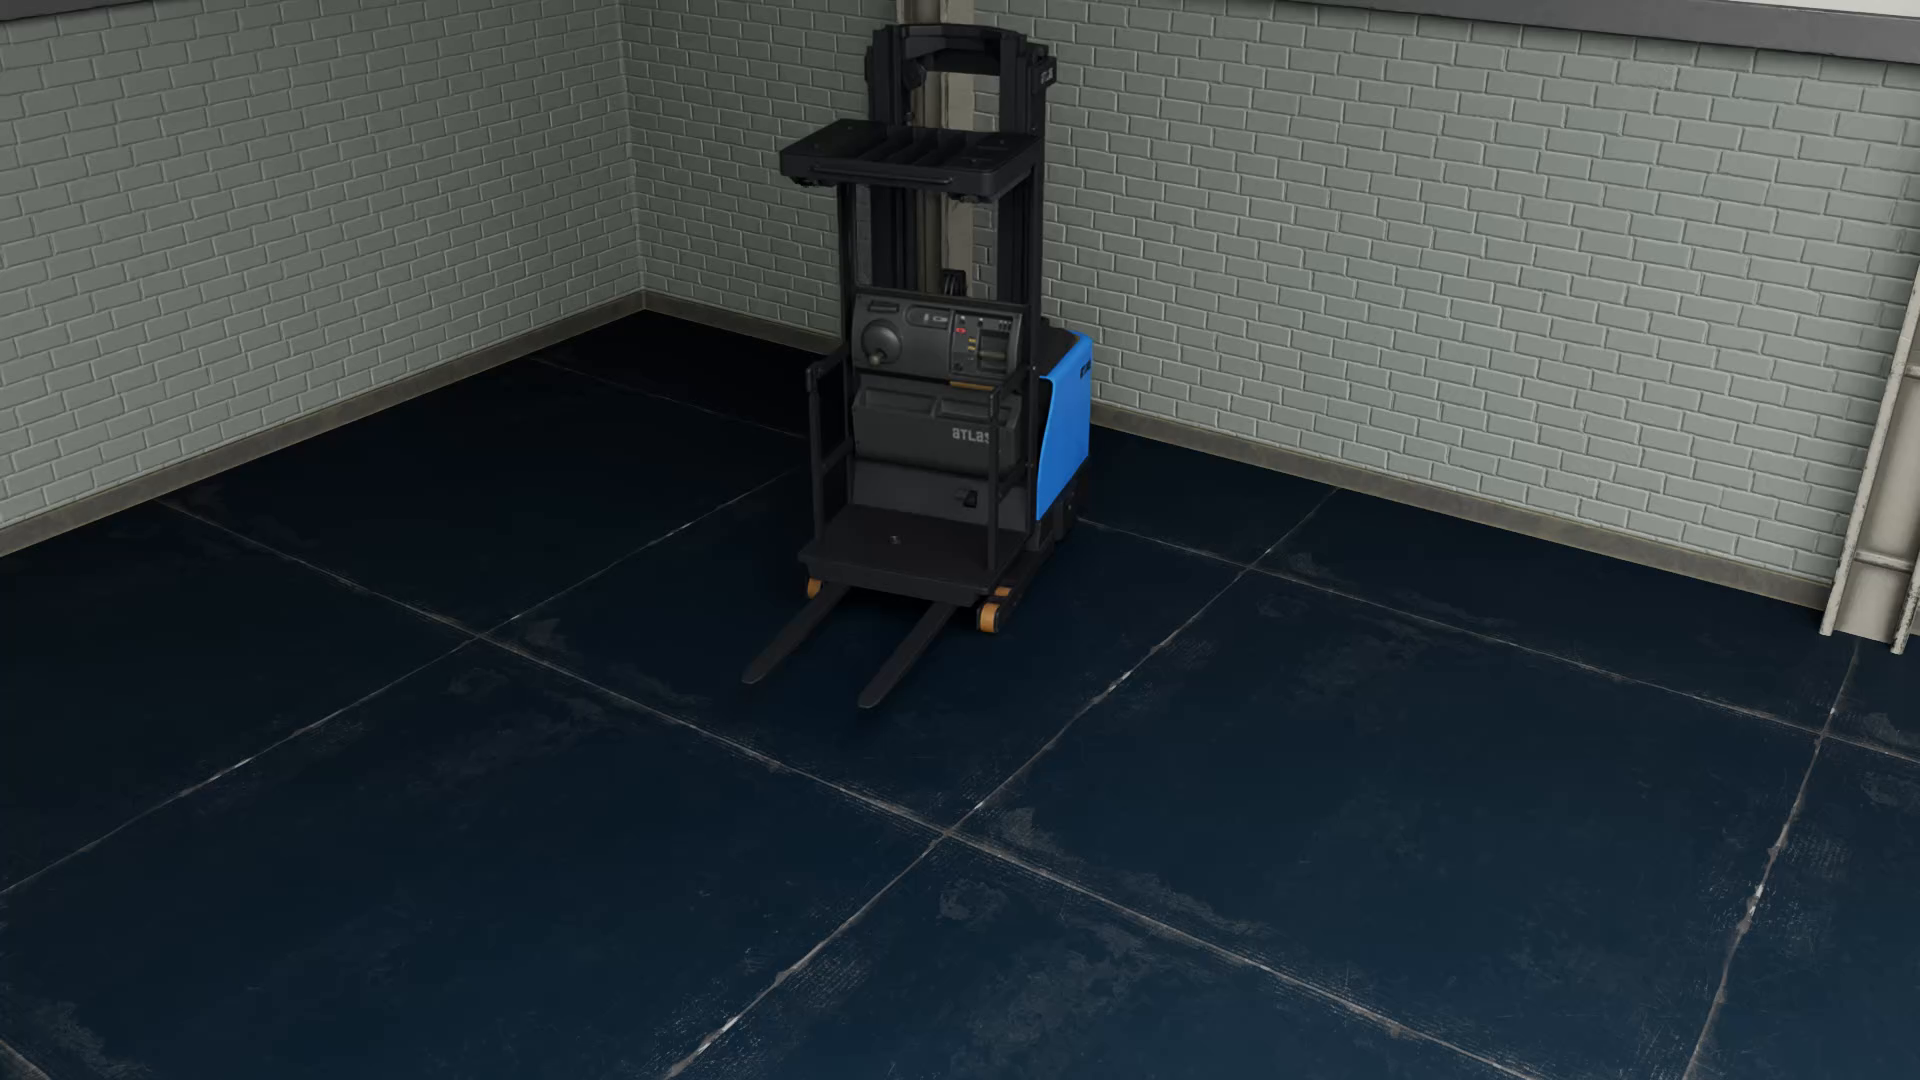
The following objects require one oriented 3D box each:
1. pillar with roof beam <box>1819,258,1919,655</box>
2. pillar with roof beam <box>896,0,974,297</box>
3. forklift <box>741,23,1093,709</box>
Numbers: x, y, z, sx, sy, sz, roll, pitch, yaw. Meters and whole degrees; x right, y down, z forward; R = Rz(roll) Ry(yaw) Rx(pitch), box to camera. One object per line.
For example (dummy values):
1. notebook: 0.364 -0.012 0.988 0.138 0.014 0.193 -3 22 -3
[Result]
1. pillar with roof beam: 2.348 -1.916 3.593 0.400 9.000 9.100 17 32 30
2. pillar with roof beam: -2.598 -3.457 6.621 0.400 9.000 9.100 17 32 30
3. forklift: -0.200 -1.023 8.528 1.130 2.935 3.031 10 29 18
